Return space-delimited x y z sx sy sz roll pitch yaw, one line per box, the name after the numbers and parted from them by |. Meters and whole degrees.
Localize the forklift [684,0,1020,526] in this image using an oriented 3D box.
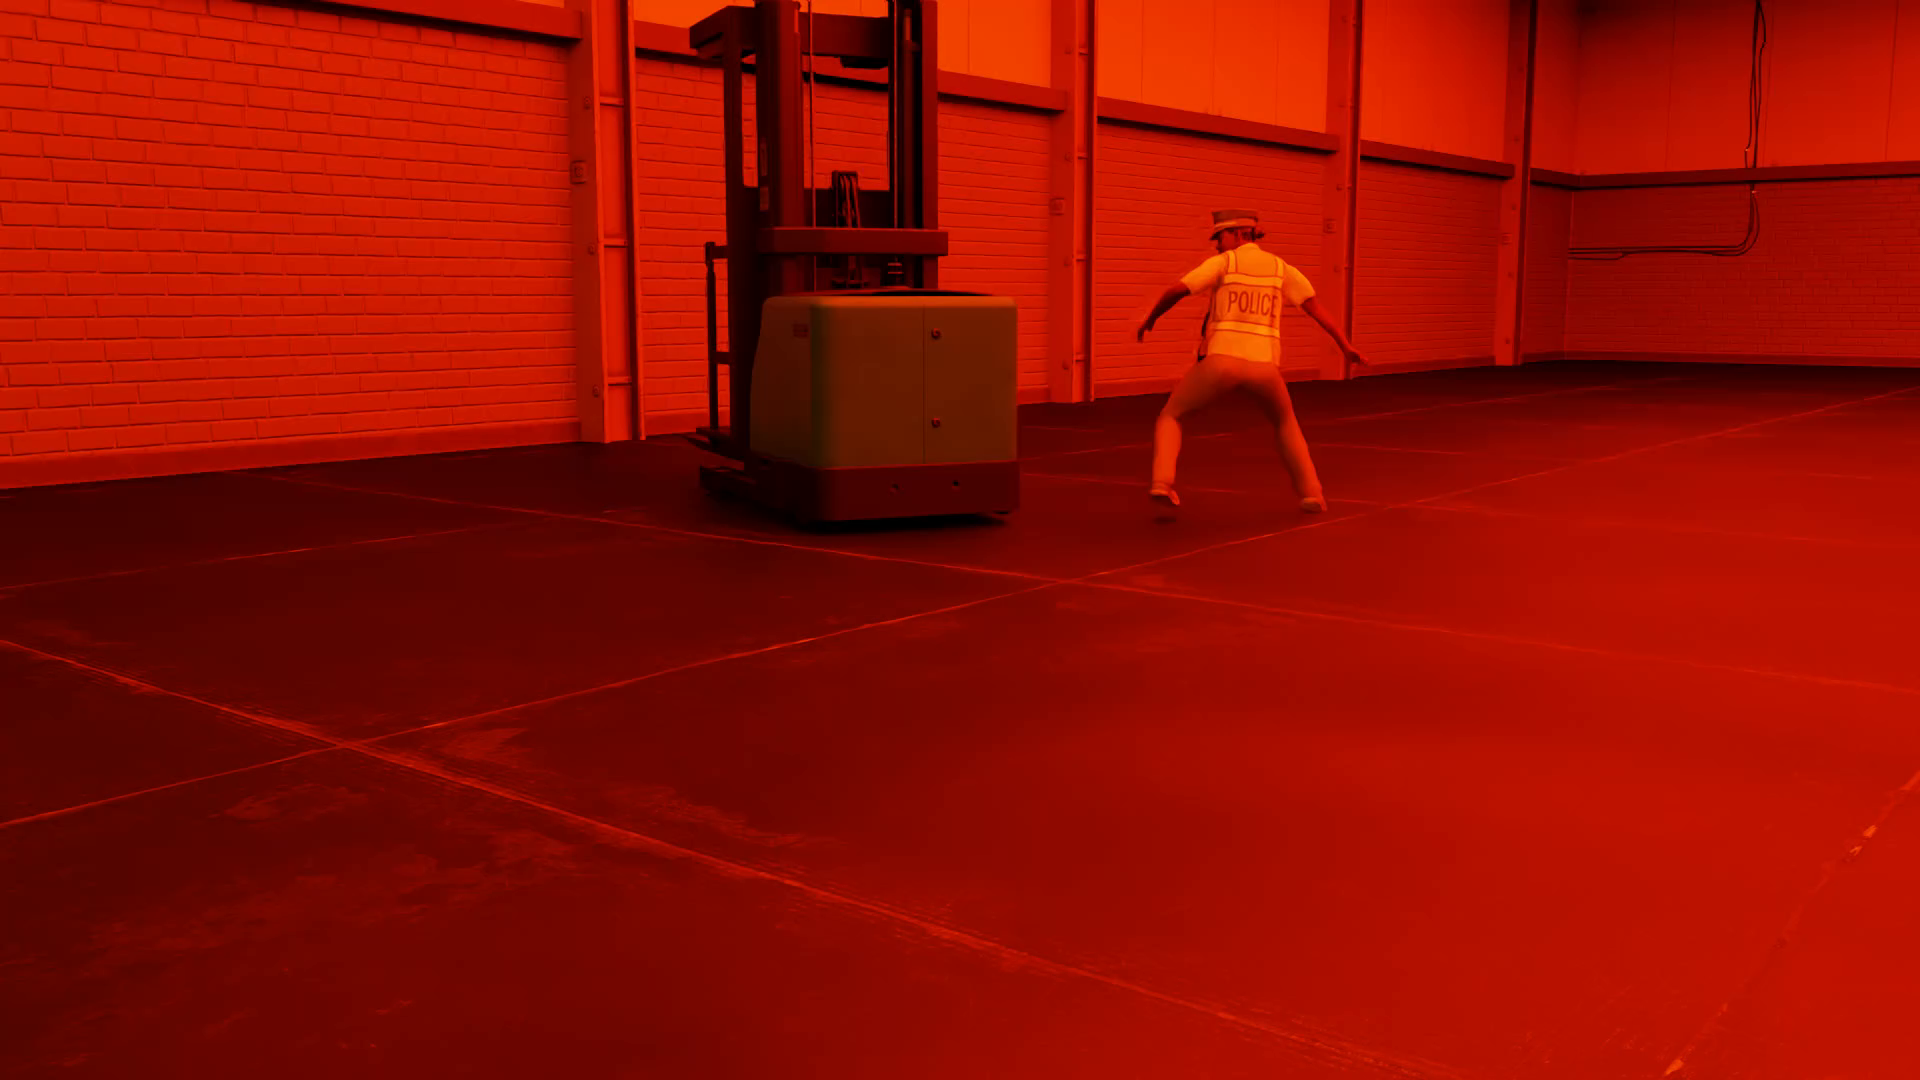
-0.775 -1.690 8.831 1.130 2.935 3.031 -4 9 -24 | forklift

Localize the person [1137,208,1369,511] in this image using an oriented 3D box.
1.423 -0.824 8.190 1.065 1.603 0.506 -1 8 -5 | person
